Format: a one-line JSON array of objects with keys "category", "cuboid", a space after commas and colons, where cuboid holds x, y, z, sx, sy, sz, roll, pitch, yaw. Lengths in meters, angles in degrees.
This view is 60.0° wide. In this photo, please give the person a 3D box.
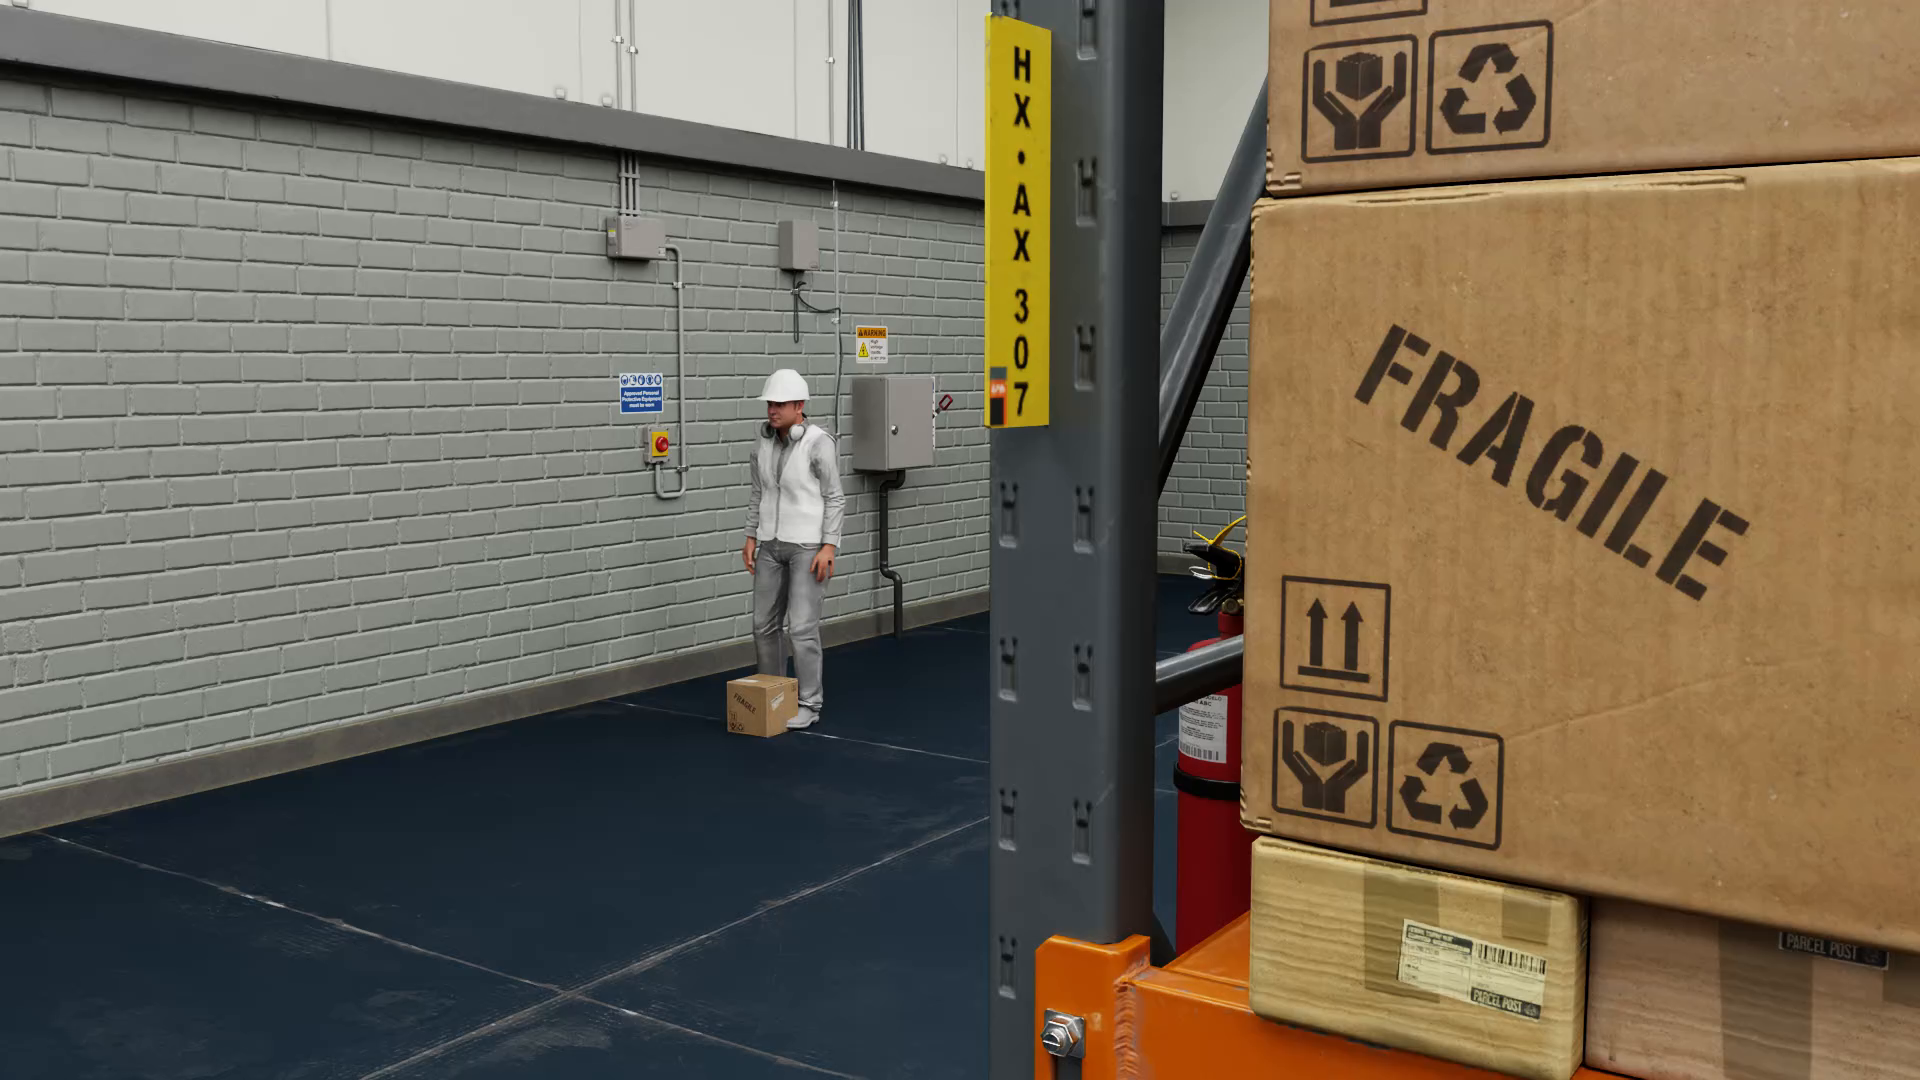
[{"category": "person", "cuboid": [-0.842, 0.034, 8.337, 0.580, 1.771, 0.464, 4, 8, 34]}]
